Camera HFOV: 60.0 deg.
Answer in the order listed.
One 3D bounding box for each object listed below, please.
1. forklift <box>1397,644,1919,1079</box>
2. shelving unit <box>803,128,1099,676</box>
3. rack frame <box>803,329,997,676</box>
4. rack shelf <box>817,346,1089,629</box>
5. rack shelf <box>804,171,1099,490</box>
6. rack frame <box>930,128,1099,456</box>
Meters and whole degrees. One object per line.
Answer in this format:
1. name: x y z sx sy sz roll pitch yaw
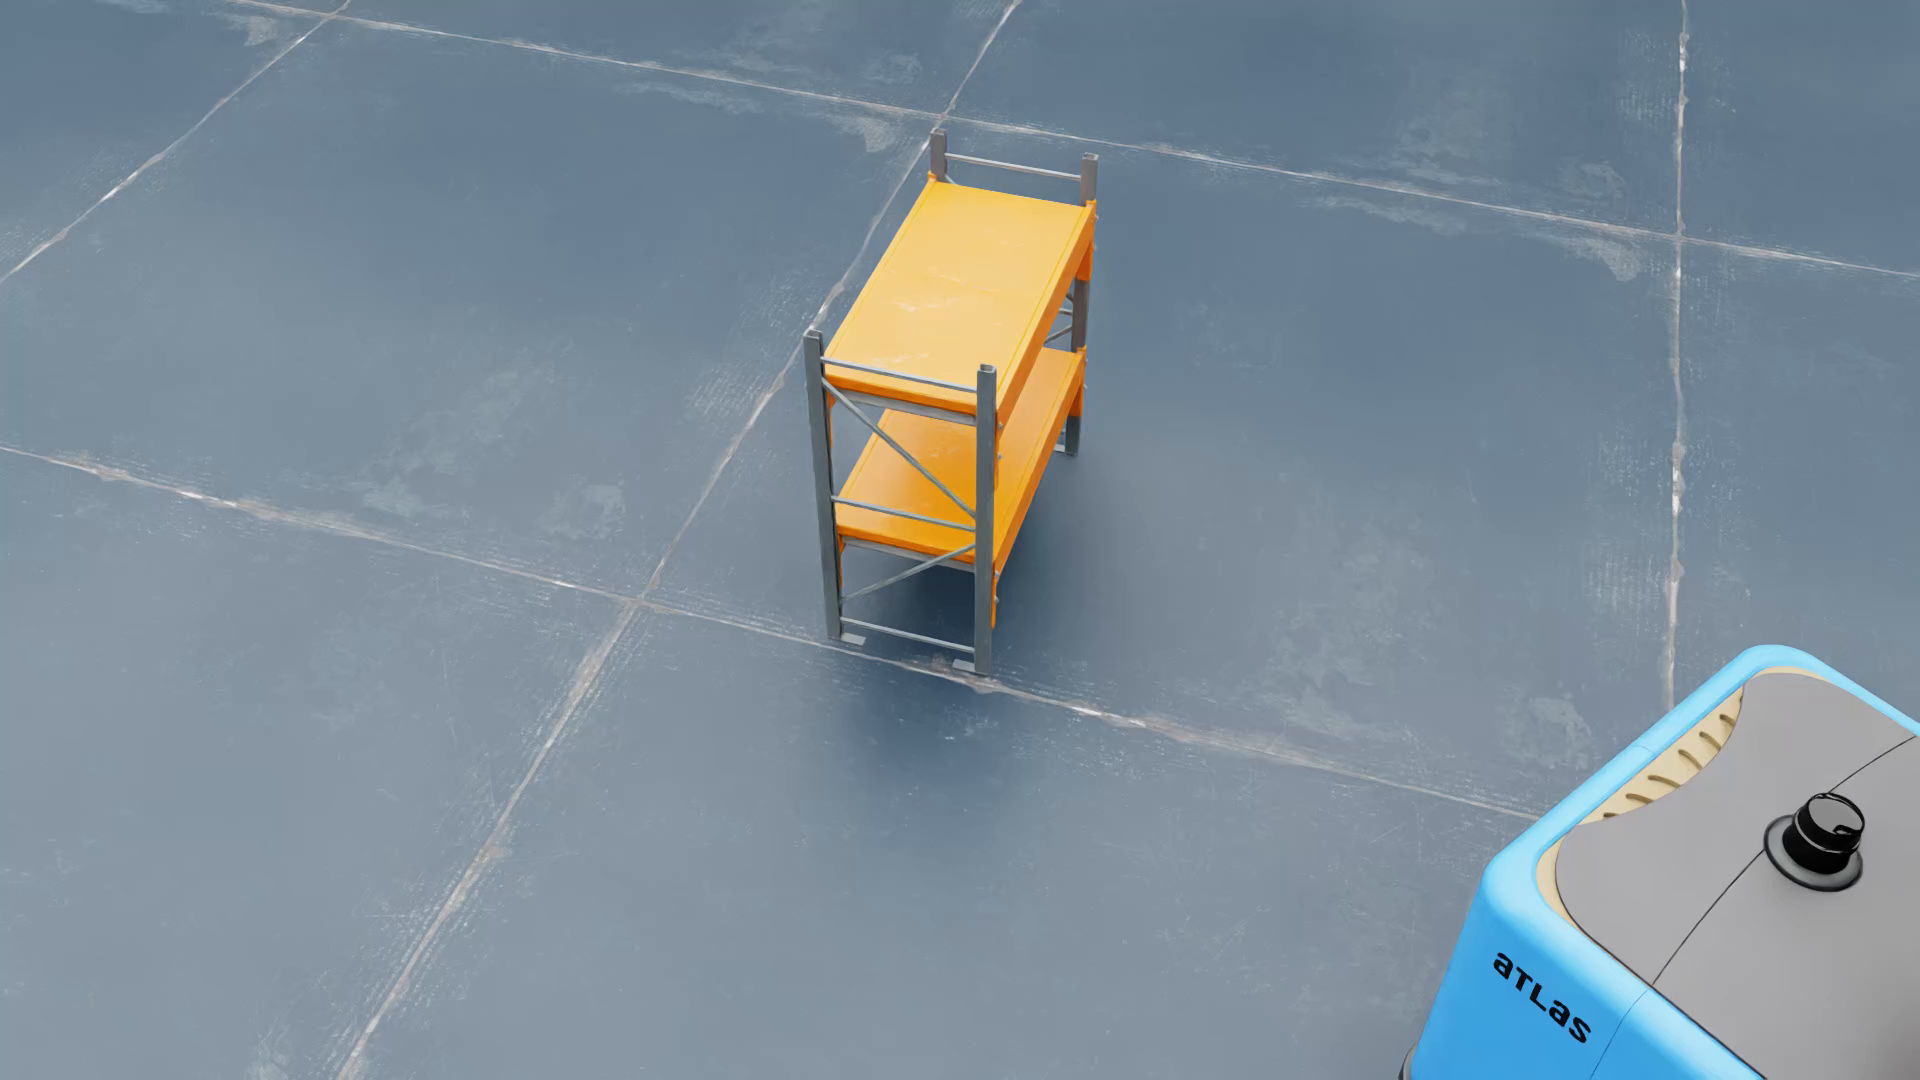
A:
1. forklift: 2.278 0.930 2.204 1.130 2.935 3.031 -29 51 -27
2. shelving unit: 0.002 -0.407 4.861 0.538 1.125 1.048 13 46 13
3. rack frame: -0.152 -0.068 4.515 0.500 1.125 0.032 13 46 13
4. rack shelf: 0.002 -0.232 5.032 0.538 0.278 1.000 13 46 13
5. rack shelf: 0.002 -0.616 4.656 0.538 0.278 1.000 13 46 13
6. rack frame: 0.156 -0.745 5.207 0.500 1.125 0.032 13 46 13
